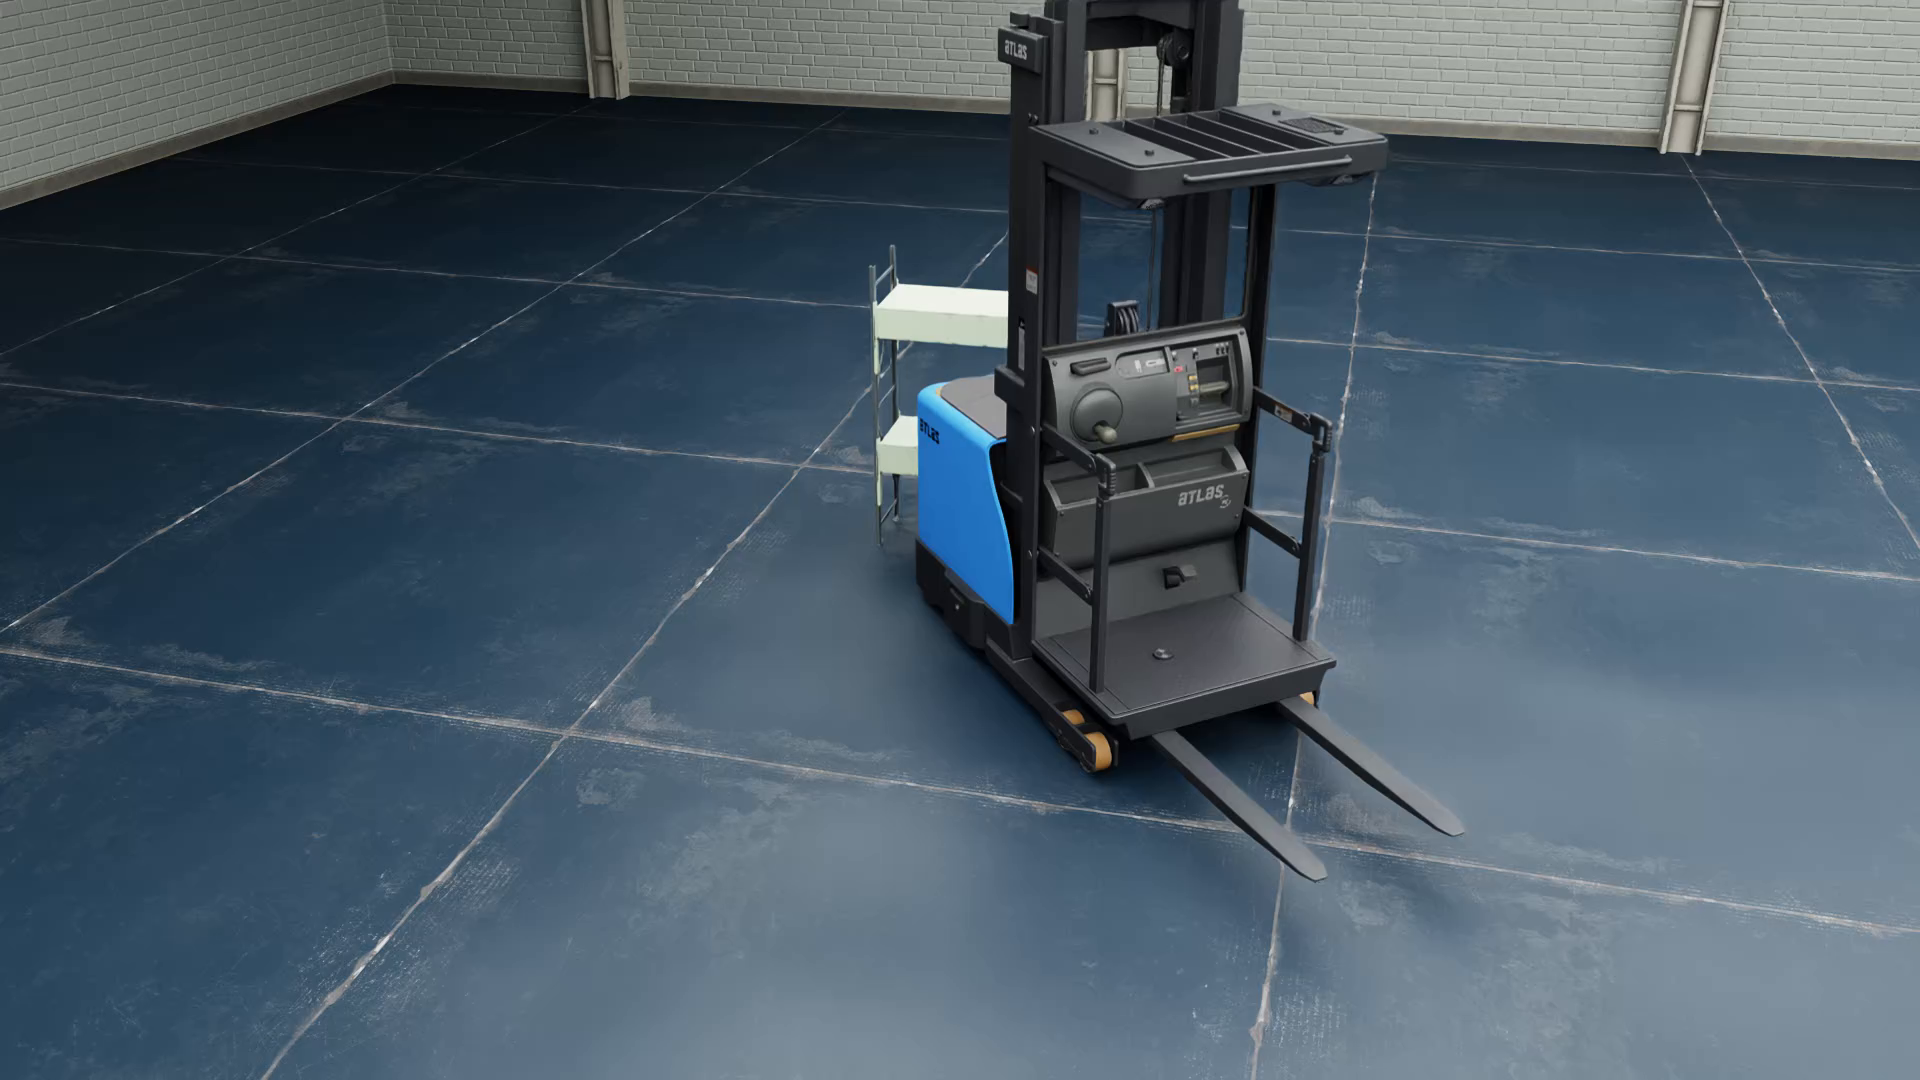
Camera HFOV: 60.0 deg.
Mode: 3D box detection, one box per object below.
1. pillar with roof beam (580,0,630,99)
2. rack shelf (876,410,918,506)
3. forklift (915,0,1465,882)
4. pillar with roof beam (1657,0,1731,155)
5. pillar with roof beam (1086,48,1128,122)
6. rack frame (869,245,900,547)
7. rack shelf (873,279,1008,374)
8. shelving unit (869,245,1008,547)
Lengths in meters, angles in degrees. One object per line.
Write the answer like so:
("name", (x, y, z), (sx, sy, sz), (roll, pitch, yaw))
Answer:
("pillar with roof beam", (-5.259, -7.582, 14.206), (0.400, 9.000, 9.100), (6, 26, 13))
("rack shelf", (-0.026, -0.394, 8.592), (0.720, 0.370, 0.431), (6, 26, 12))
("forklift", (0.875, -0.592, 6.583), (1.130, 2.935, 3.031), (-12, 28, -23))
("pillar with roof beam", (6.363, -6.297, 11.508), (0.400, 9.000, 9.100), (6, 26, 13))
("pillar with roof beam", (0.552, -6.939, 12.857), (0.400, 9.000, 9.100), (6, 26, 13))
("rack frame", (-0.382, -0.725, 8.529), (0.023, 1.500, 0.400), (6, 26, 12))
("rack shelf", (-0.026, -1.041, 8.284), (0.720, 0.370, 0.431), (6, 26, 12))
("shelving unit", (-0.026, -0.689, 8.452), (0.755, 1.500, 0.431), (6, 26, 12))
